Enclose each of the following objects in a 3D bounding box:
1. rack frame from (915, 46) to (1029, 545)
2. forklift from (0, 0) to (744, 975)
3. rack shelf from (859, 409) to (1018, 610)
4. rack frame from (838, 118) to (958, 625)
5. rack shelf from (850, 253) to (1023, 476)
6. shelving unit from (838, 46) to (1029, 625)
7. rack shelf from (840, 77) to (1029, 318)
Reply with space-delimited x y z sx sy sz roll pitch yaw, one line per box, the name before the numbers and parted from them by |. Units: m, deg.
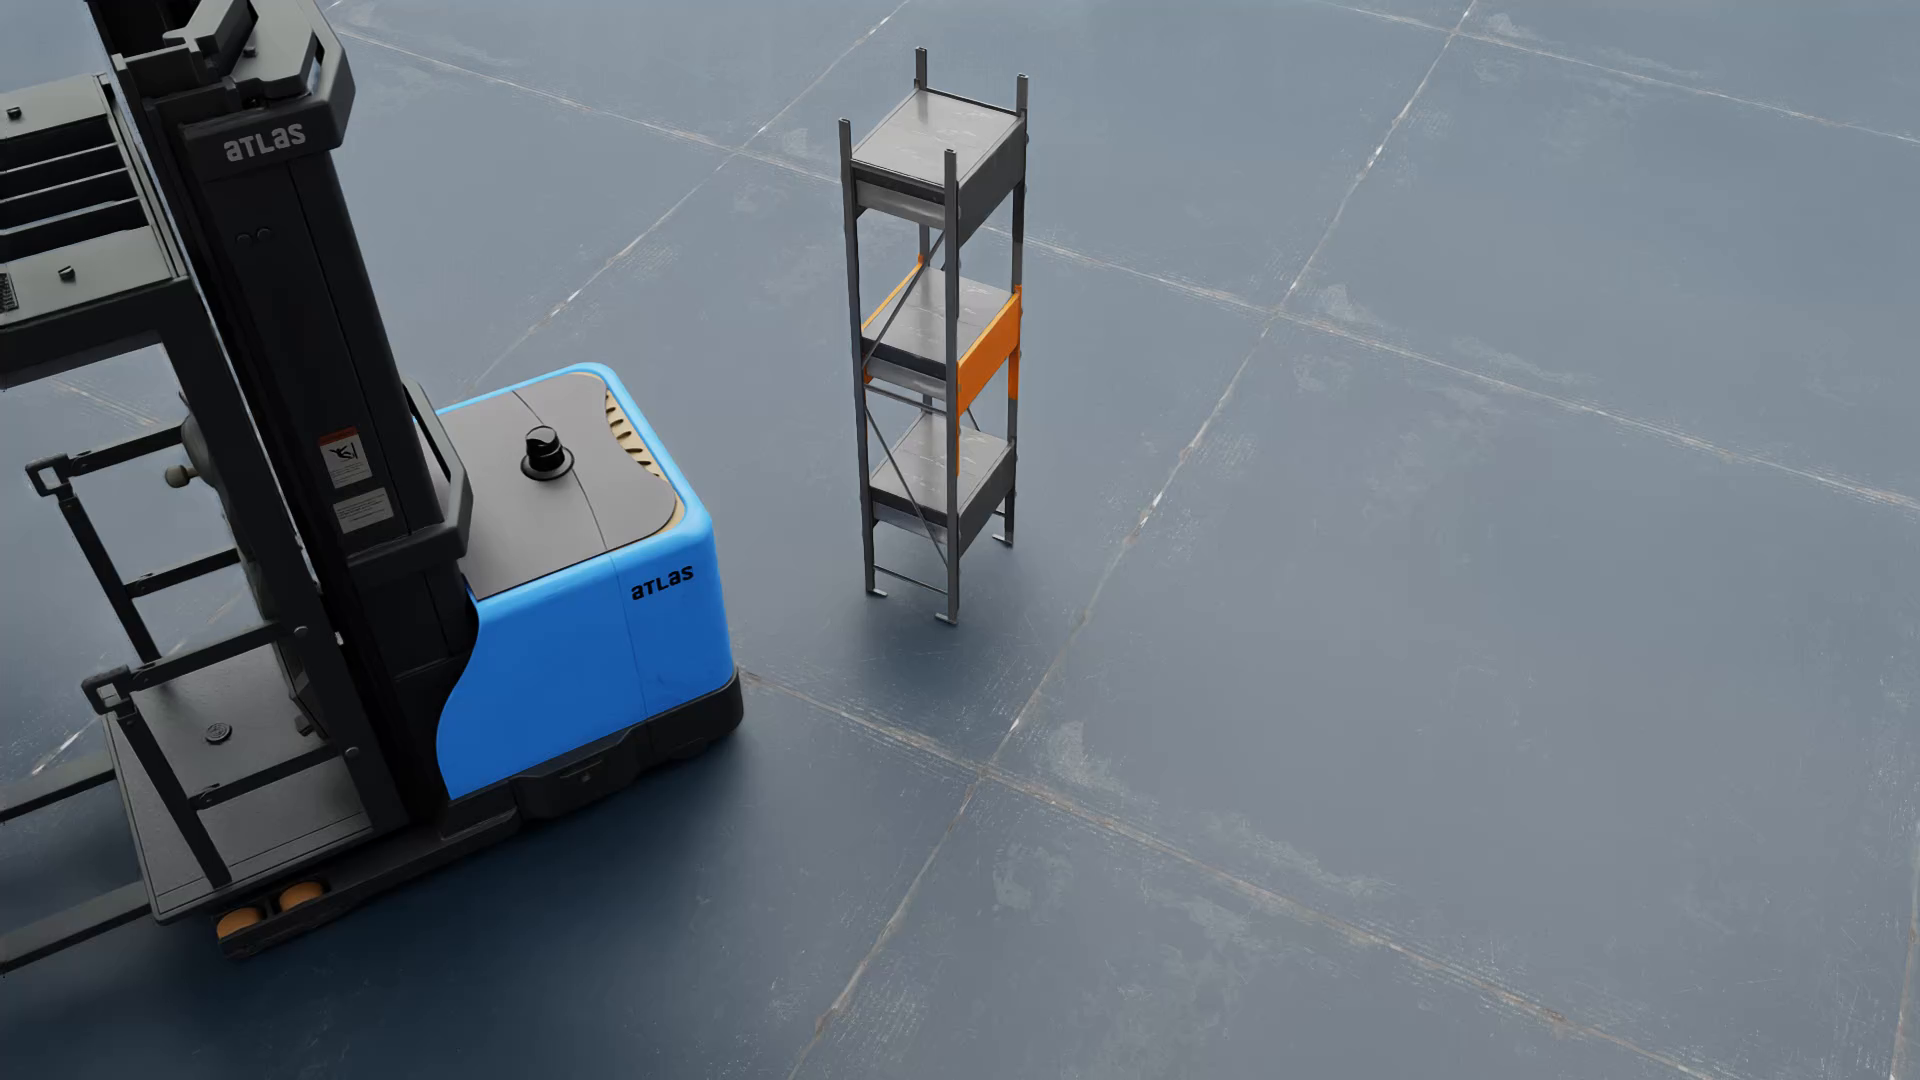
rack frame | 0.036 -0.788 6.052 0.400 2.100 0.015 20 49 19
forklift | -2.319 -0.110 4.798 3.031 2.935 1.130 -22 49 -20
rack shelf | -0.077 -0.132 6.408 0.431 0.518 0.480 20 49 19
rack frame | -0.190 -0.480 5.748 0.400 2.100 0.015 20 49 19
rack shelf | -0.077 -0.624 5.910 0.431 0.518 0.480 20 49 19
shelving unit | -0.077 -0.634 5.900 0.431 2.100 0.503 20 49 19
rack shelf | -0.077 -1.116 5.412 0.431 0.518 0.480 20 49 19
